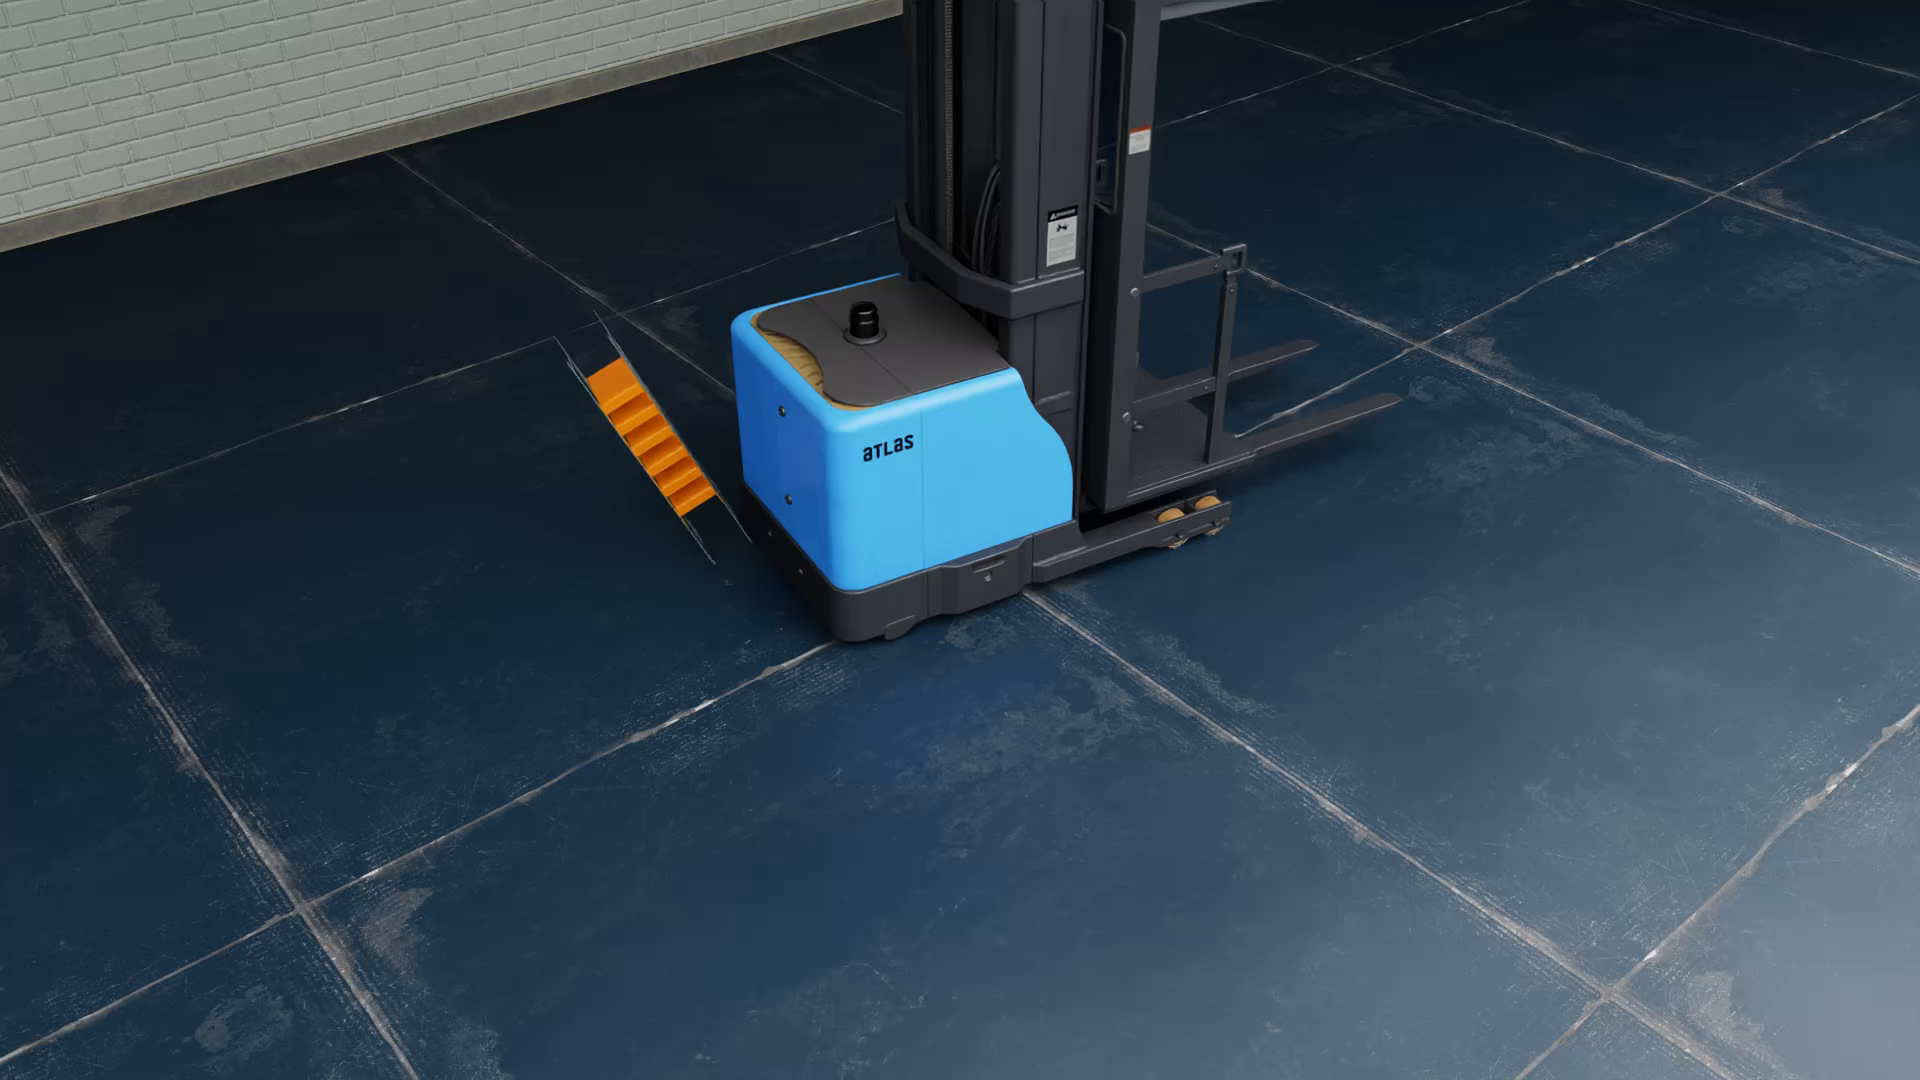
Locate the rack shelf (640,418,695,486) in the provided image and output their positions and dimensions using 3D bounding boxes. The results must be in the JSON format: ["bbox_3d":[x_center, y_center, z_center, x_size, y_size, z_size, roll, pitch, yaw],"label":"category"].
[{"bbox_3d":[-1.219,-0.364,6.816,0.180,0.103,0.258,-33,41,-4],"label":"rack shelf"}]

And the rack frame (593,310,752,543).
[{"bbox_3d":[-1.159,-0.442,6.793,0.006,1.200,0.240,-33,41,-4],"label":"rack frame"}]

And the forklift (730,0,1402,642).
[{"bbox_3d":[0.598,-1.411,6.706,3.031,2.935,1.130,-18,39,-24],"label":"forklift"}]

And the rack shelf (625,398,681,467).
[{"bbox_3d":[-1.264,-0.442,6.737,0.180,0.103,0.258,-33,41,-4],"label":"rack shelf"}]

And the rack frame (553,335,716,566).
[{"bbox_3d":[-1.313,-0.343,6.781,0.006,1.200,0.240,-33,41,-4],"label":"rack frame"}]

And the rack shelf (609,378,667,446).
[{"bbox_3d":[-1.309,-0.520,6.658,0.180,0.103,0.258,-33,41,-4],"label":"rack shelf"}]

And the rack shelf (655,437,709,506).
[{"bbox_3d":[-1.175,-0.285,6.896,0.180,0.103,0.258,-33,41,-4],"label":"rack shelf"}]

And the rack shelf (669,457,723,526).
[{"bbox_3d":[-1.130,-0.207,6.975,0.180,0.103,0.258,-33,41,-4],"label":"rack shelf"}]

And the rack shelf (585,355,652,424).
[{"bbox_3d":[-1.353,-0.599,6.579,0.180,0.103,0.258,-33,41,-4],"label":"rack shelf"}]

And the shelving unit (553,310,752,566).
[{"bbox_3d":[-1.236,-0.393,6.787,0.189,1.200,0.258,-33,41,-4],"label":"shelving unit"}]
